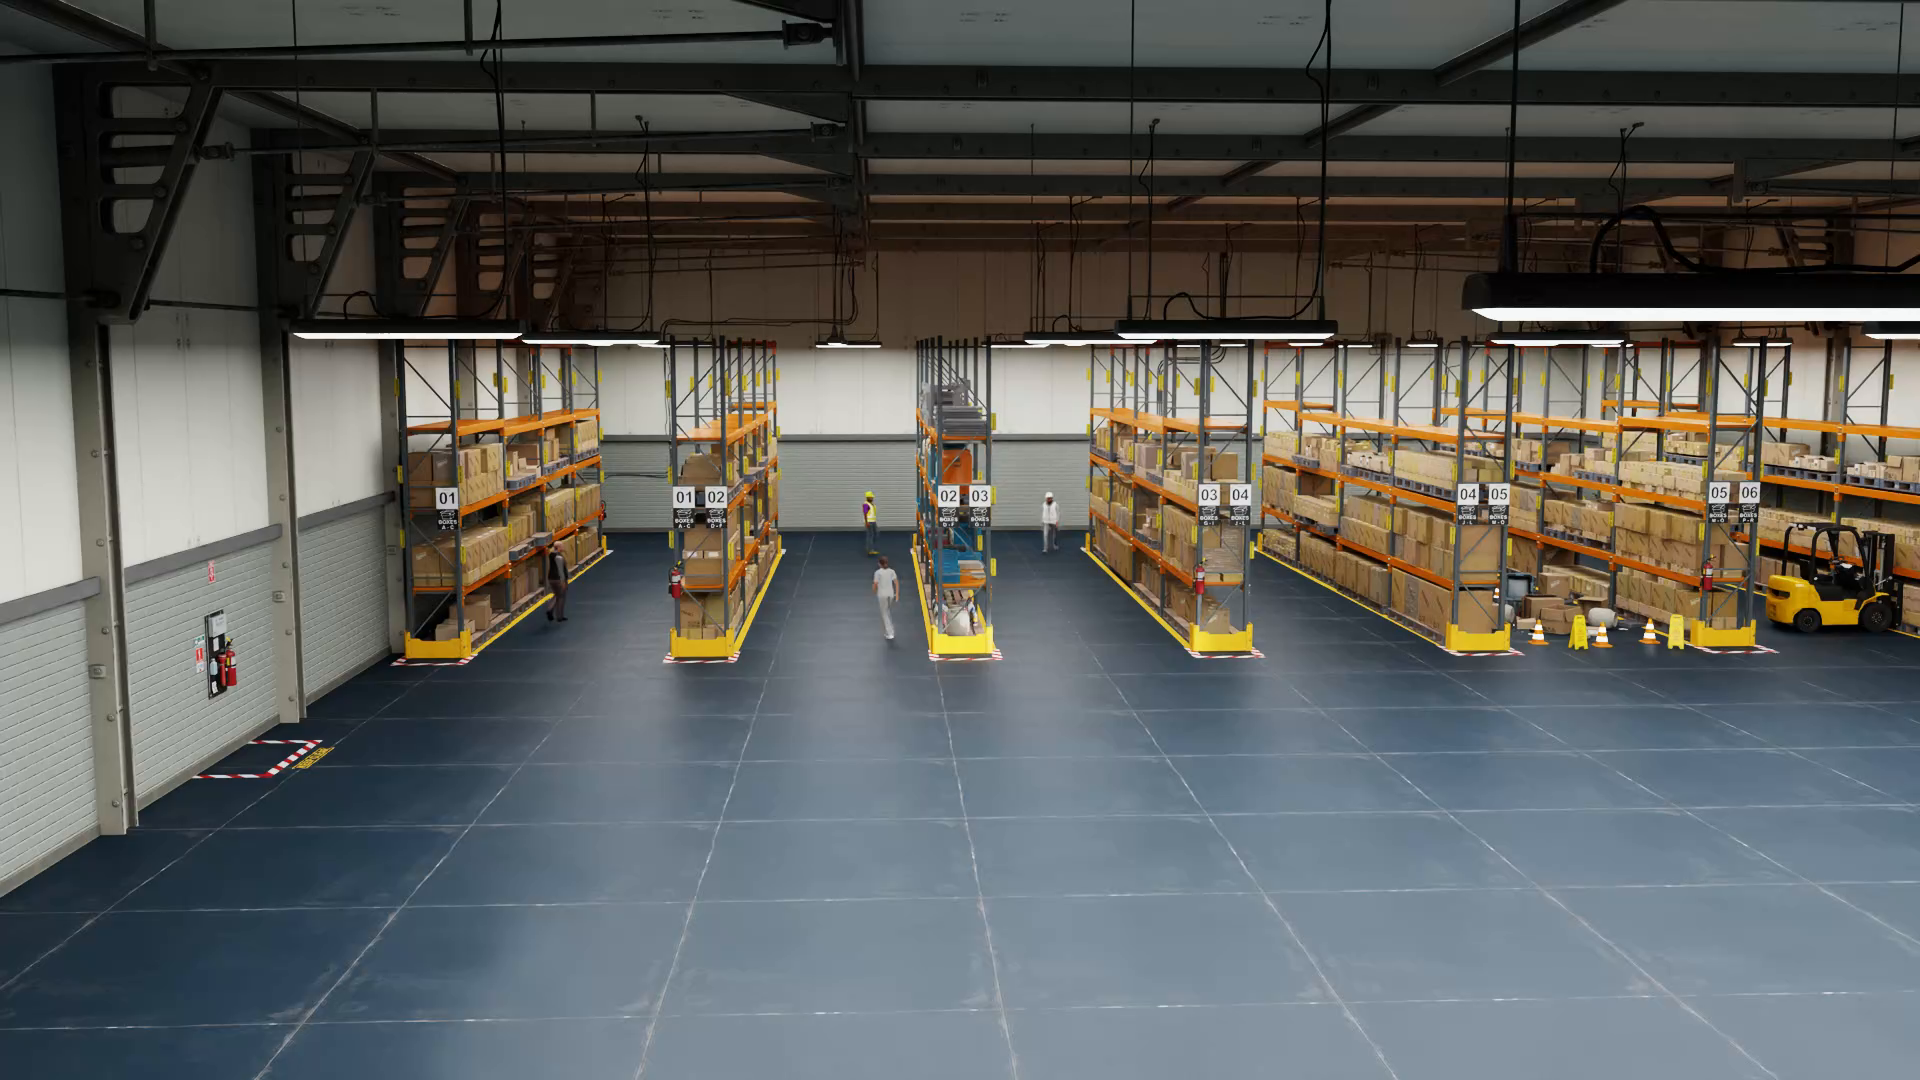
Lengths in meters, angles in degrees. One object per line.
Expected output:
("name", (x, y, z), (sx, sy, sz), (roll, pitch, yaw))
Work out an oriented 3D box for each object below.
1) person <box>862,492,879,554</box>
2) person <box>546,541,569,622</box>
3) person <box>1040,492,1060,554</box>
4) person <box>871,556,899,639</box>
("person", (-2.488, -0.477, 46.966), (0.461, 1.780, 0.611), (2, 7, 17))
("person", (-8.516, 0.868, 35.117), (0.531, 1.716, 0.481), (4, 8, 32))
("person", (2.554, -0.496, 47.258), (0.567, 1.739, 1.001), (1, 7, 9))
("person", (-1.516, 1.162, 33.276), (0.499, 1.709, 0.592), (-5, 8, -38))
